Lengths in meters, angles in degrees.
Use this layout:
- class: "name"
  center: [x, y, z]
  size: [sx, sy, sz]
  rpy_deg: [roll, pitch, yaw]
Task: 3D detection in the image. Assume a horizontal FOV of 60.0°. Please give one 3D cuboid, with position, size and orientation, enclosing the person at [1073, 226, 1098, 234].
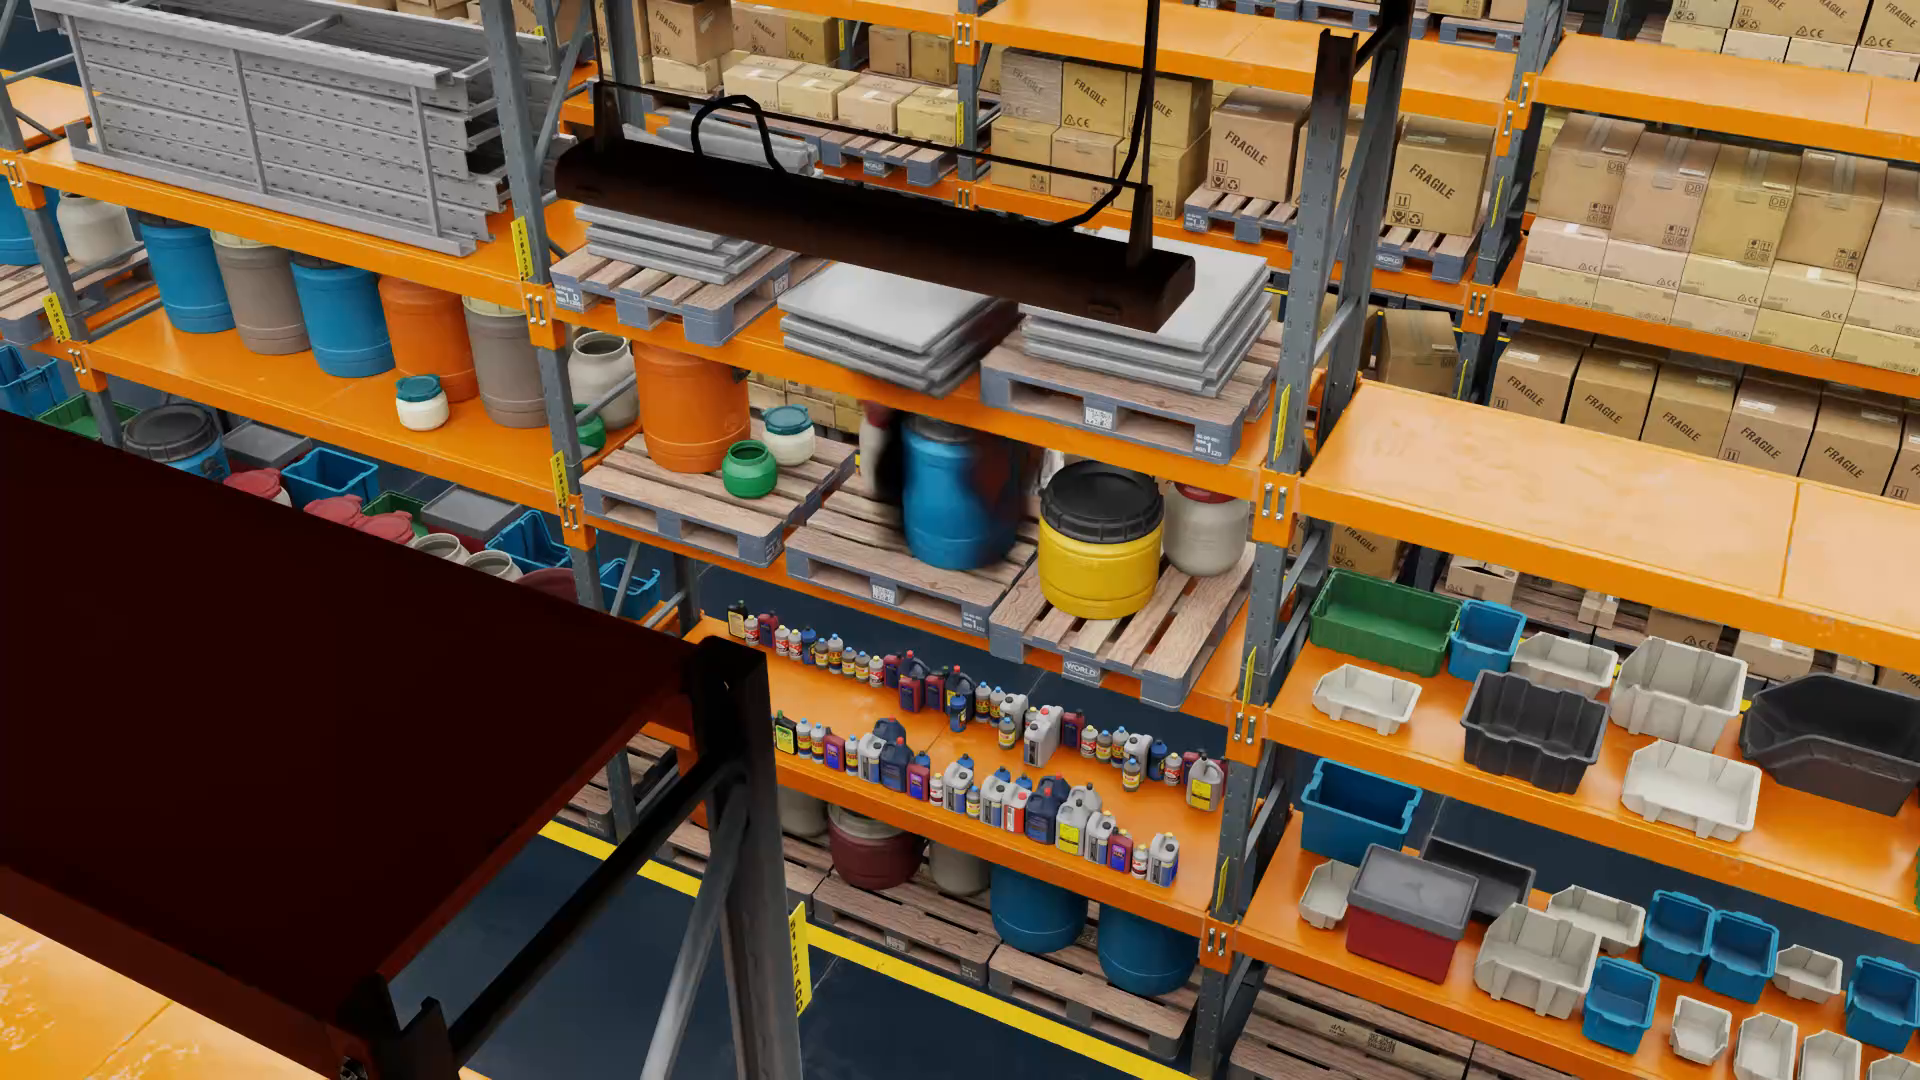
- class: "person"
  center: [1.263, -2.512, 15.920]
  size: [0.497, 1.782, 0.642]
  rpy_deg: [-23, 41, -29]

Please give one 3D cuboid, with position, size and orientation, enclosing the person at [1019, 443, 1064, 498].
- class: "person"
  center: [0.524, -0.322, 12.873]
  size: [0.578, 1.713, 0.574]
  rpy_deg: [-22, 41, -28]
